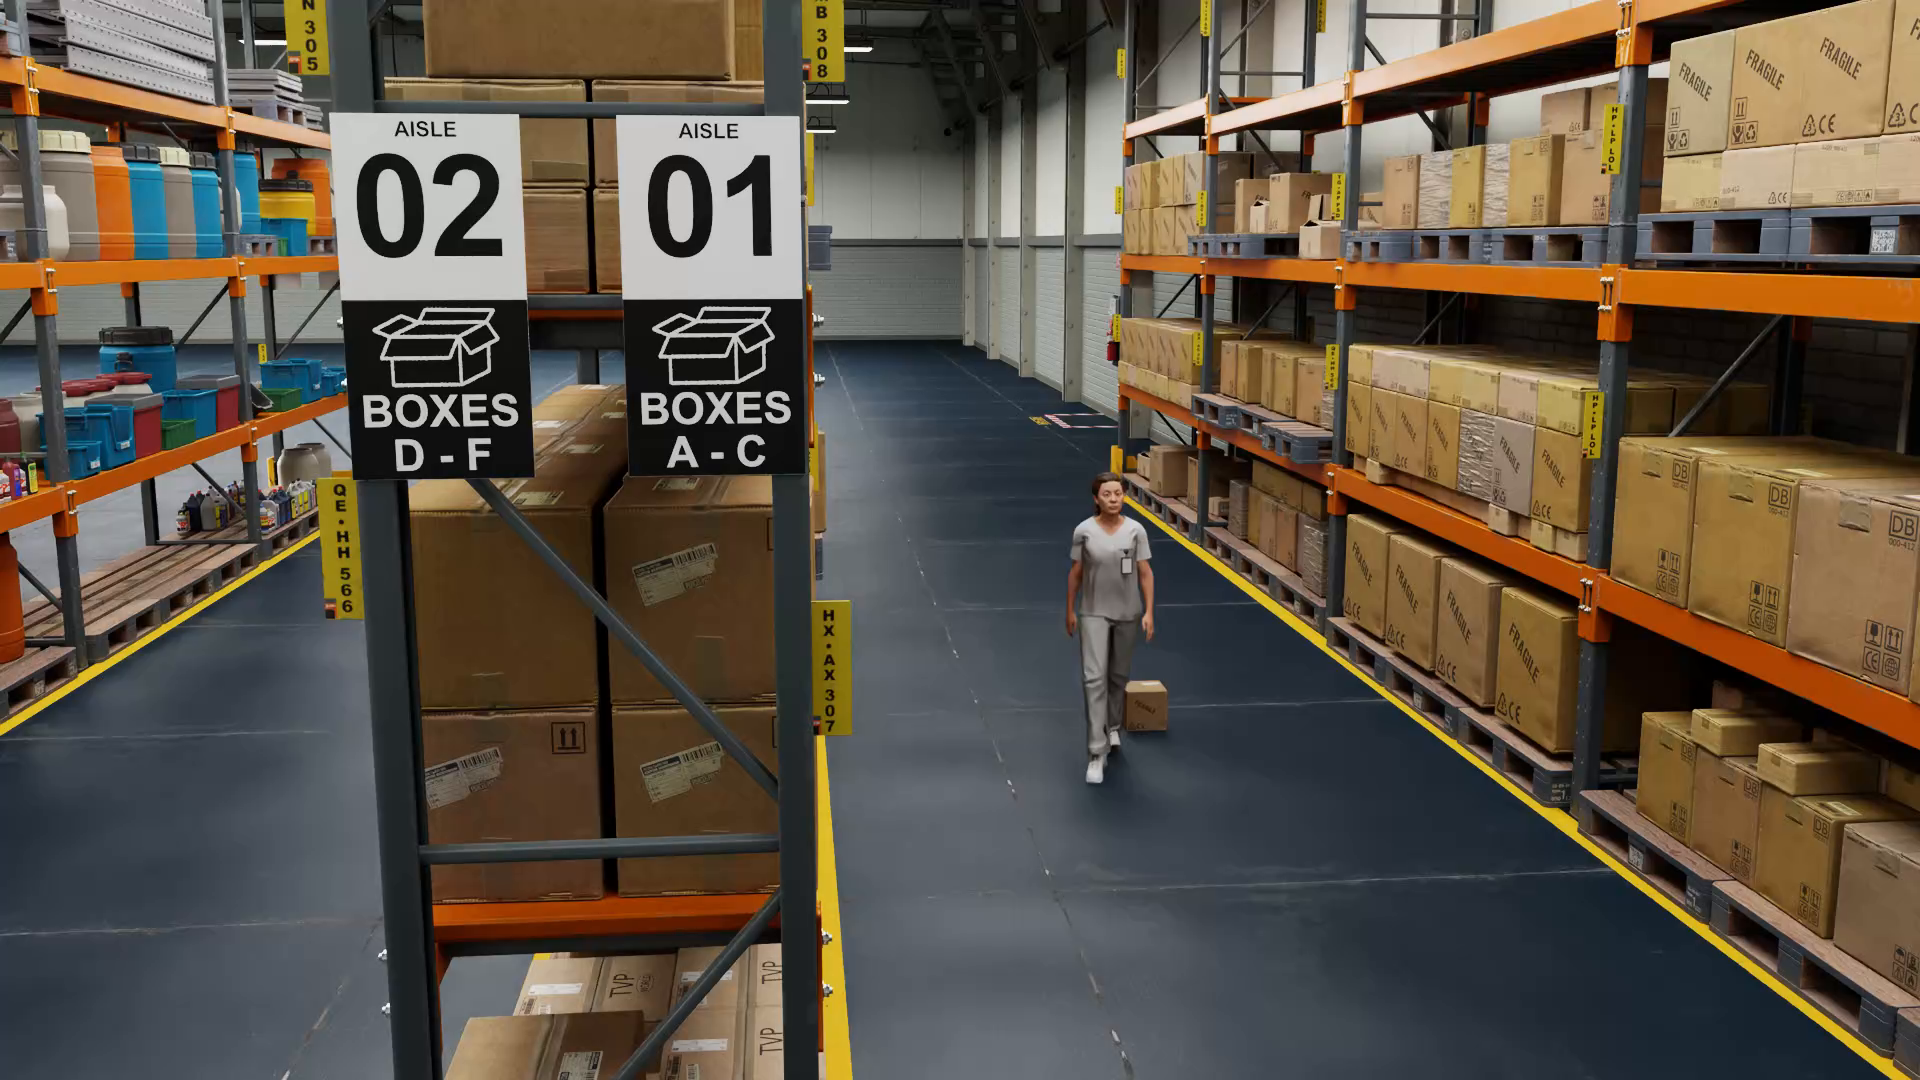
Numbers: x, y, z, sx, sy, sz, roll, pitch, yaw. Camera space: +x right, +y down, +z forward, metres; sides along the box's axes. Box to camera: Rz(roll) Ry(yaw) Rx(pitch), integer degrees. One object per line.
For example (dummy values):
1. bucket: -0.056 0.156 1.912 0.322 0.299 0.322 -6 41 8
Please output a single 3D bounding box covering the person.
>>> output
1. person: 0.858 0.448 9.352 0.474 1.647 0.880 -1 10 -4
